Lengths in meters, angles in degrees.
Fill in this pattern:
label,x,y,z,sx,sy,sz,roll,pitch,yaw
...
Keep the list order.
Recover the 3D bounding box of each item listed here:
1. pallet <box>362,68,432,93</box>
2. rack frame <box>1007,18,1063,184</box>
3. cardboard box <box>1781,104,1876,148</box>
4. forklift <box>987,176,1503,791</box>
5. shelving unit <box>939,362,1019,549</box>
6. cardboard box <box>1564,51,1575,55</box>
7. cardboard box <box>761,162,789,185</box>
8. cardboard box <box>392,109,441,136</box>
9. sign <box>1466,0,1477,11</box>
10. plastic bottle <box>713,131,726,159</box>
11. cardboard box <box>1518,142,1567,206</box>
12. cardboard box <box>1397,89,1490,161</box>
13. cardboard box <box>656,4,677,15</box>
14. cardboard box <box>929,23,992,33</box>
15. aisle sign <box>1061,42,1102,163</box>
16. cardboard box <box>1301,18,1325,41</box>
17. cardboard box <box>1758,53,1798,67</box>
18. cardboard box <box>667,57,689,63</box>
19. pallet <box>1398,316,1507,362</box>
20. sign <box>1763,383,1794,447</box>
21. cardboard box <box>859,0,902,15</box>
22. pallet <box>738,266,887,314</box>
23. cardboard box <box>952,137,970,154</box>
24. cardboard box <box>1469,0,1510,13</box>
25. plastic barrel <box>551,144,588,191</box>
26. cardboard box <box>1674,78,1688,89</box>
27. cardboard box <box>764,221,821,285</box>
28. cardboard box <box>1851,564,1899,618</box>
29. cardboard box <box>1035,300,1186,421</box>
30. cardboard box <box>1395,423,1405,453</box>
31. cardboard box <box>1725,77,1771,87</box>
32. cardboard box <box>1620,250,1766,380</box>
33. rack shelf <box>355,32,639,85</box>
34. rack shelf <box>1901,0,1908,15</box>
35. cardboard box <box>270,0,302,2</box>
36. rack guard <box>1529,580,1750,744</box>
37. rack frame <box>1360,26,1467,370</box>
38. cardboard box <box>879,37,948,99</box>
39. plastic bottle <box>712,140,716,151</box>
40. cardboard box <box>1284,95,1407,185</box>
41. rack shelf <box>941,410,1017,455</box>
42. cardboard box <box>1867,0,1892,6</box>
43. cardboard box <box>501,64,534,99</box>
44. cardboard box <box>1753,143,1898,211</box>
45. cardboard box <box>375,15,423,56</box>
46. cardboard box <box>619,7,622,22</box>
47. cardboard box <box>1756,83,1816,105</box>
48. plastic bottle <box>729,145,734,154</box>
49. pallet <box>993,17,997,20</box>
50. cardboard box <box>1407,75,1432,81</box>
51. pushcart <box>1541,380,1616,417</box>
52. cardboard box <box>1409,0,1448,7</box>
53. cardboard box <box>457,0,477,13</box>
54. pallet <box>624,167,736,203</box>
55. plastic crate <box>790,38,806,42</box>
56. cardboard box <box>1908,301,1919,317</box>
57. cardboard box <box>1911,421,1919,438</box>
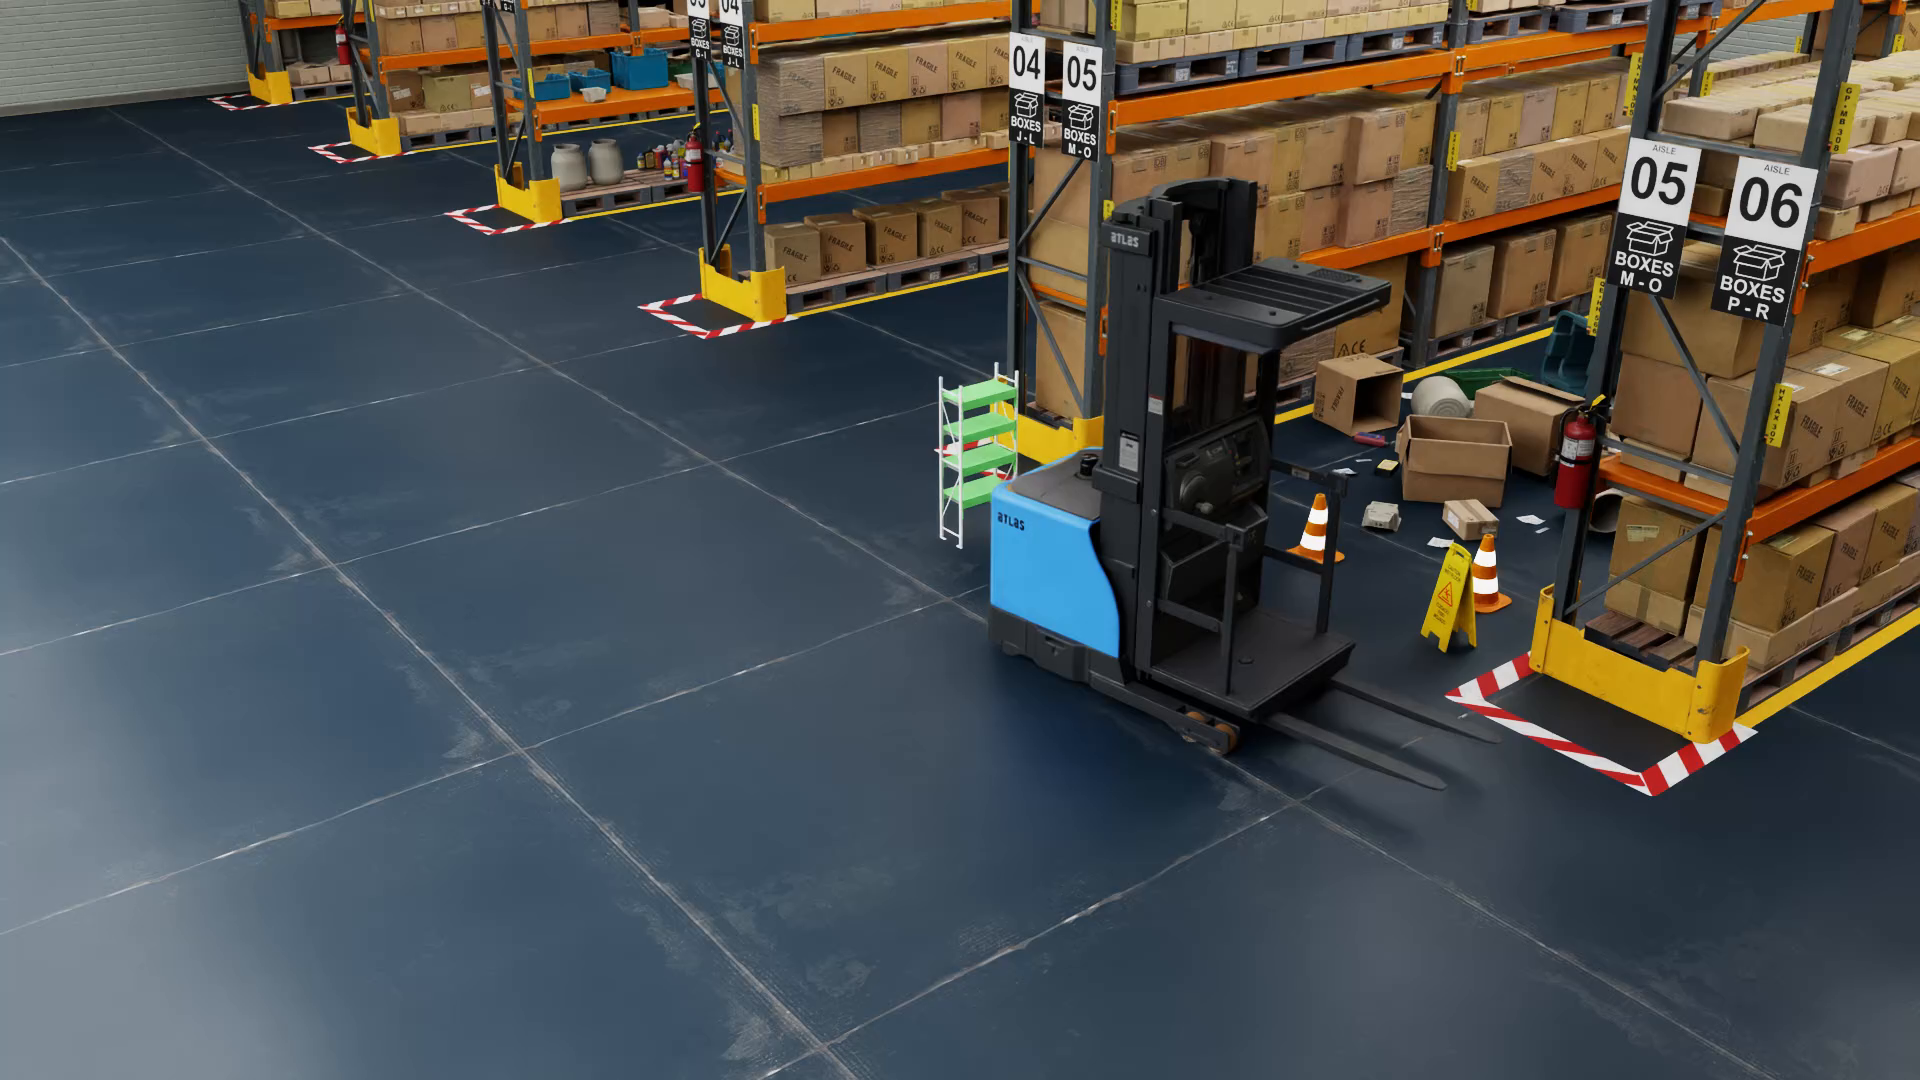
label,x,y,z,sx,sy,sz,roll,pitch,yaw
pallet,-9.741,-7.903,28.527,1.213,0.211,1.003,-18,31,-34
rack frame,0.896,-4.750,18.421,0.127,3.000,1.000,-18,31,-34
cardboard box,4.458,-2.132,8.568,0.250,0.149,0.380,-18,31,-34
forklift,1.586,-0.392,9.112,3.031,2.935,1.130,22,33,39
shelving unit,0.130,-0.587,11.590,0.503,1.200,0.258,-18,31,-34
cardboard box,8.450,-6.953,23.467,0.250,0.149,0.380,-19,31,-35
cardboard box,-1.880,-3.592,16.225,0.250,0.149,0.380,-18,31,-34
cardboard box,-7.802,-6.002,23.887,0.500,0.250,0.500,-18,31,-34
sign,4.221,-4.528,13.672,0.005,0.325,0.100,-18,31,-34
plastic bottle,-3.200,-5.267,22.160,0.185,0.351,0.144,-20,31,-36
cardboard box,5.249,-3.434,15.467,0.500,0.500,0.500,-18,31,-34
cardboard box,4.264,-3.710,14.875,0.500,0.500,0.700,-19,31,-35
cardboard box,-4.635,-8.261,26.146,0.258,0.266,0.396,-19,31,-35
cardboard box,-0.007,-5.221,17.776,0.500,0.500,0.500,-18,31,-34
aisle sign,0.859,-3.103,11.784,0.004,0.787,0.394,-18,31,-34
cardboard box,2.588,-3.966,12.849,0.250,0.149,0.380,-18,31,-34
cardboard box,9.363,-5.481,19.089,0.250,0.149,0.380,-17,30,-33
cardboard box,-4.666,-7.567,26.594,0.500,0.311,0.500,-17,30,-33
pallet,4.438,-2.041,15.897,1.213,0.211,1.003,-18,31,-34
sign,4.199,-0.641,8.539,0.005,0.325,0.100,-18,31,-34
cardboard box,-0.918,-5.306,16.235,0.500,0.250,0.500,-18,31,-34
pallet,-1.530,-2.665,17.241,1.213,0.211,1.003,-18,31,-34
cardboard box,-0.106,-4.174,17.480,0.250,0.149,0.380,-18,31,-34
cardboard box,4.506,-4.690,14.271,0.396,0.266,0.258,-19,31,-35
plastic barrel,-4.837,-4.610,20.576,0.421,0.512,0.421,0,25,0
cardboard box,7.533,-4.878,17.790,0.250,0.149,0.380,-17,30,-32
cardboard box,-1.750,-2.924,16.958,0.500,0.500,0.500,-12,28,-25
cardboard box,5.497,0.235,10.448,0.500,0.250,0.500,-16,29,-31
cardboard box,1.223,-1.466,13.371,0.875,0.875,0.875,-18,30,-34
cardboard box,3.661,-0.784,13.123,0.258,0.266,0.396,-13,28,-25
cardboard box,8.334,-4.794,17.610,0.250,0.149,0.380,-17,30,-32
cardboard box,4.131,-1.267,9.256,0.500,0.500,0.700,-19,31,-35
rack shelf,-6.787,-7.187,24.526,4.000,0.370,1.077,-18,31,-34
rack shelf,11.746,-6.712,19.941,4.000,0.370,1.077,-18,31,-34
cardboard box,-10.860,-8.939,26.711,0.500,0.500,0.500,-18,31,-34
rack guard,3.923,0.686,9.677,0.348,0.500,1.175,-18,31,-34
rack frame,3.877,-3.080,14.824,0.127,3.000,1.000,-18,31,-34
cardboard box,-0.470,-4.787,16.841,0.500,0.500,0.500,-18,31,-34
plastic bottle,-3.292,-5.181,22.068,0.097,0.271,0.097,0,25,0
cardboard box,3.205,-3.372,13.993,0.550,0.550,0.875,-18,31,-34
rack shelf,0.130,-0.747,11.516,0.480,0.148,0.258,-18,31,-34
cardboard box,10.779,-6.140,19.757,0.500,0.500,0.500,-19,31,-36
cardboard box,-6.620,-6.731,24.567,0.500,0.500,0.500,-18,31,-34
cardboard box,4.424,-1.898,8.537,0.500,0.250,0.500,-19,31,-35
cardboard box,-7.986,-7.156,23.487,0.500,0.500,0.700,-18,31,-34
cardboard box,-6.549,-9.651,30.537,0.500,0.250,0.500,-18,31,-34
cardboard box,4.595,-2.397,9.140,0.250,0.149,0.380,-18,30,-34
plastic bottle,-2.894,-4.992,21.567,0.185,0.351,0.144,-18,31,-34
pallet,0.589,-11.291,35.828,1.213,0.211,1.003,-18,31,-34
cardboard box,5.794,-6.269,21.575,0.500,0.500,0.500,-18,30,-34
pushcart,5.565,-1.020,13.499,1.648,0.377,0.936,15,29,29
cardboard box,3.648,-4.531,13.594,0.500,0.250,0.500,-19,31,-35
cardboard box,-7.108,-7.632,23.743,0.250,0.149,0.380,-19,31,-36
pallet,-3.675,-4.646,21.511,1.213,0.211,1.003,-18,31,-34
plastic crate,-1.968,-6.647,22.433,0.583,0.464,0.402,-18,31,-34
cardboard box,6.009,-1.177,10.251,0.500,0.500,0.500,-17,30,-33
cardboard box,5.749,-0.768,10.140,0.250,0.149,0.380,-18,30,-34
